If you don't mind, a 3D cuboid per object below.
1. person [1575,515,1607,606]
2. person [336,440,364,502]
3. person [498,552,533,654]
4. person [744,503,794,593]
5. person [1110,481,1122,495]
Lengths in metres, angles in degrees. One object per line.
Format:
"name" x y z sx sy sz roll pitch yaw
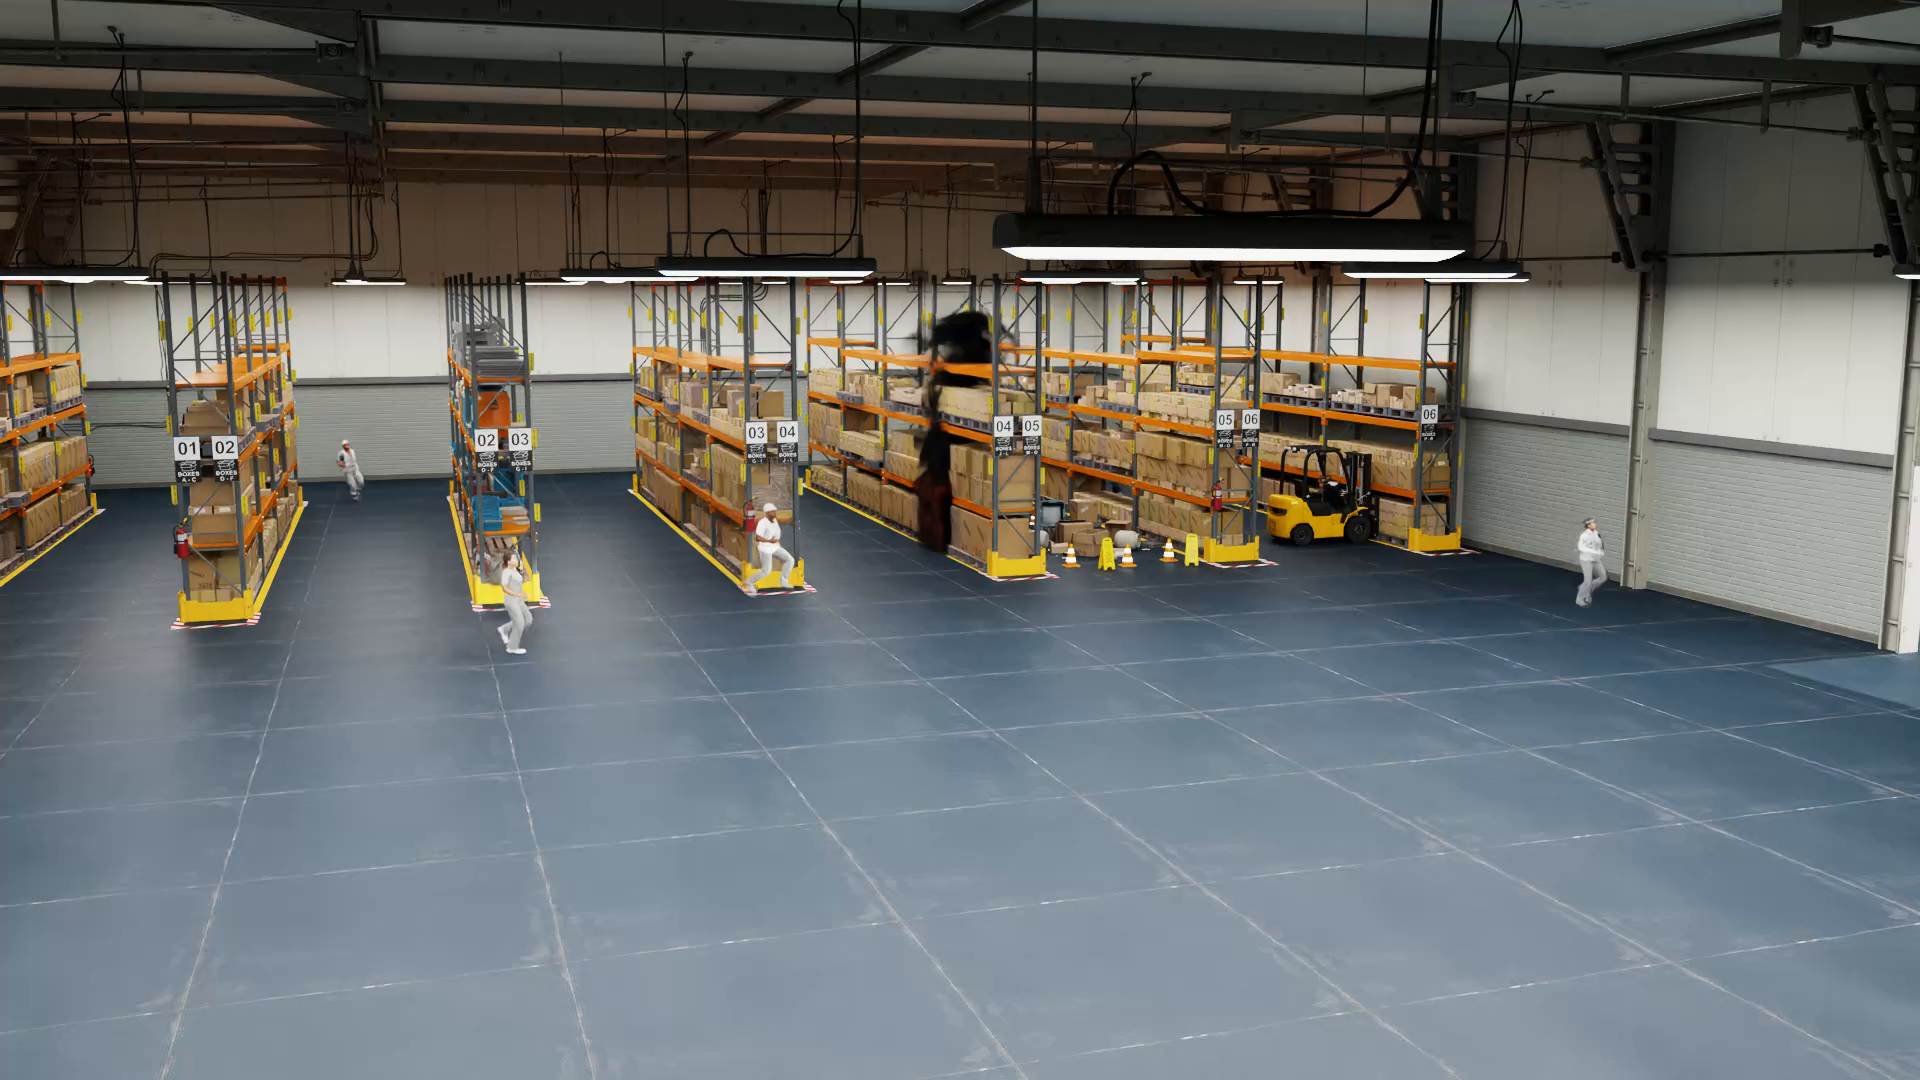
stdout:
"person" 11.407 0.375 29.985 0.671 1.662 0.545 -6 11 -35
"person" -16.336 -1.848 44.577 0.536 1.708 0.718 8 11 41
"person" -7.052 0.984 26.246 0.567 1.629 0.565 1 9 5
"person" -3.505 0.161 30.471 0.996 1.680 0.705 4 10 26
"person" 4.239 -1.884 45.145 0.542 1.578 0.874 -3 9 -21
